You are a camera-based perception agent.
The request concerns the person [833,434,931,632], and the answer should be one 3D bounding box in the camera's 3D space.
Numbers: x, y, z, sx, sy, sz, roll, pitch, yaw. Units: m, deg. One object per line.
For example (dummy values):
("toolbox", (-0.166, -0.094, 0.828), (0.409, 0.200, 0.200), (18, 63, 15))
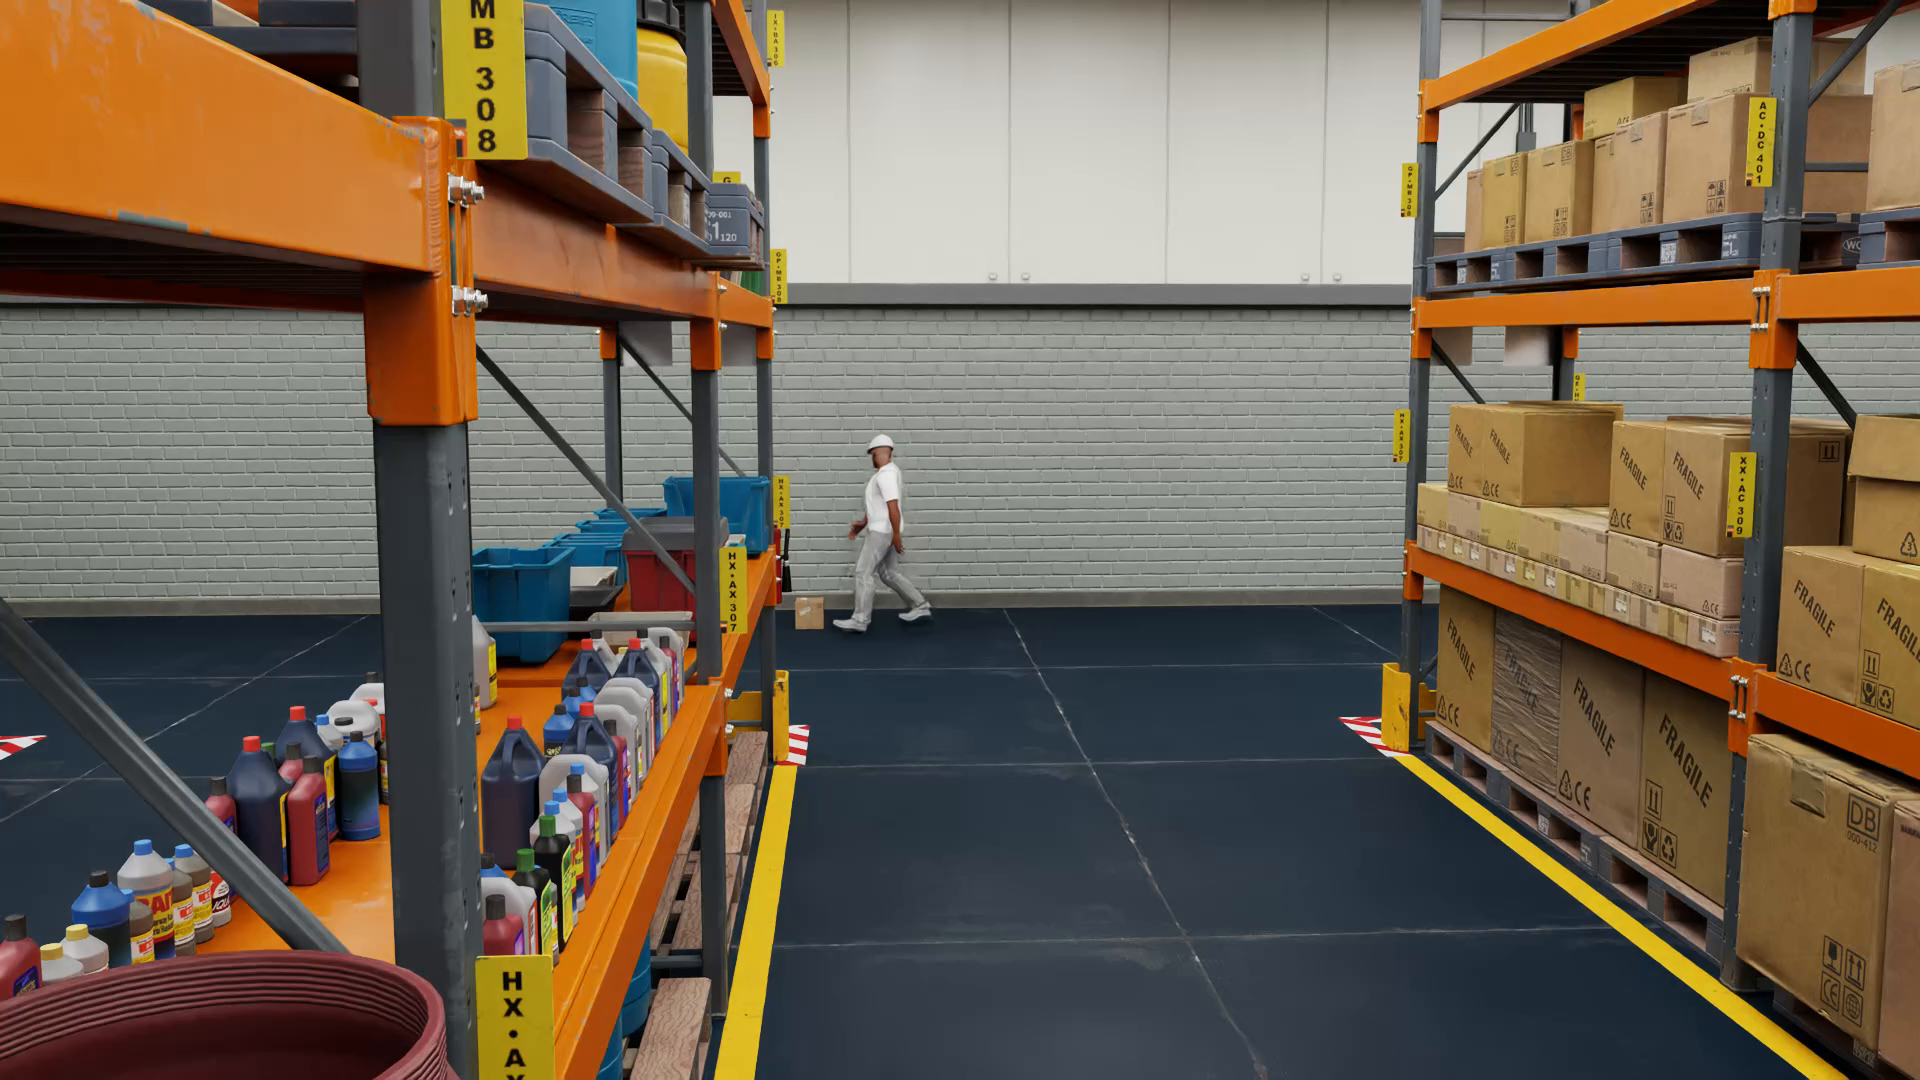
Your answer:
("person", (-0.690, -0.077, 14.812), (0.853, 1.721, 0.595), (0, 7, 2))
